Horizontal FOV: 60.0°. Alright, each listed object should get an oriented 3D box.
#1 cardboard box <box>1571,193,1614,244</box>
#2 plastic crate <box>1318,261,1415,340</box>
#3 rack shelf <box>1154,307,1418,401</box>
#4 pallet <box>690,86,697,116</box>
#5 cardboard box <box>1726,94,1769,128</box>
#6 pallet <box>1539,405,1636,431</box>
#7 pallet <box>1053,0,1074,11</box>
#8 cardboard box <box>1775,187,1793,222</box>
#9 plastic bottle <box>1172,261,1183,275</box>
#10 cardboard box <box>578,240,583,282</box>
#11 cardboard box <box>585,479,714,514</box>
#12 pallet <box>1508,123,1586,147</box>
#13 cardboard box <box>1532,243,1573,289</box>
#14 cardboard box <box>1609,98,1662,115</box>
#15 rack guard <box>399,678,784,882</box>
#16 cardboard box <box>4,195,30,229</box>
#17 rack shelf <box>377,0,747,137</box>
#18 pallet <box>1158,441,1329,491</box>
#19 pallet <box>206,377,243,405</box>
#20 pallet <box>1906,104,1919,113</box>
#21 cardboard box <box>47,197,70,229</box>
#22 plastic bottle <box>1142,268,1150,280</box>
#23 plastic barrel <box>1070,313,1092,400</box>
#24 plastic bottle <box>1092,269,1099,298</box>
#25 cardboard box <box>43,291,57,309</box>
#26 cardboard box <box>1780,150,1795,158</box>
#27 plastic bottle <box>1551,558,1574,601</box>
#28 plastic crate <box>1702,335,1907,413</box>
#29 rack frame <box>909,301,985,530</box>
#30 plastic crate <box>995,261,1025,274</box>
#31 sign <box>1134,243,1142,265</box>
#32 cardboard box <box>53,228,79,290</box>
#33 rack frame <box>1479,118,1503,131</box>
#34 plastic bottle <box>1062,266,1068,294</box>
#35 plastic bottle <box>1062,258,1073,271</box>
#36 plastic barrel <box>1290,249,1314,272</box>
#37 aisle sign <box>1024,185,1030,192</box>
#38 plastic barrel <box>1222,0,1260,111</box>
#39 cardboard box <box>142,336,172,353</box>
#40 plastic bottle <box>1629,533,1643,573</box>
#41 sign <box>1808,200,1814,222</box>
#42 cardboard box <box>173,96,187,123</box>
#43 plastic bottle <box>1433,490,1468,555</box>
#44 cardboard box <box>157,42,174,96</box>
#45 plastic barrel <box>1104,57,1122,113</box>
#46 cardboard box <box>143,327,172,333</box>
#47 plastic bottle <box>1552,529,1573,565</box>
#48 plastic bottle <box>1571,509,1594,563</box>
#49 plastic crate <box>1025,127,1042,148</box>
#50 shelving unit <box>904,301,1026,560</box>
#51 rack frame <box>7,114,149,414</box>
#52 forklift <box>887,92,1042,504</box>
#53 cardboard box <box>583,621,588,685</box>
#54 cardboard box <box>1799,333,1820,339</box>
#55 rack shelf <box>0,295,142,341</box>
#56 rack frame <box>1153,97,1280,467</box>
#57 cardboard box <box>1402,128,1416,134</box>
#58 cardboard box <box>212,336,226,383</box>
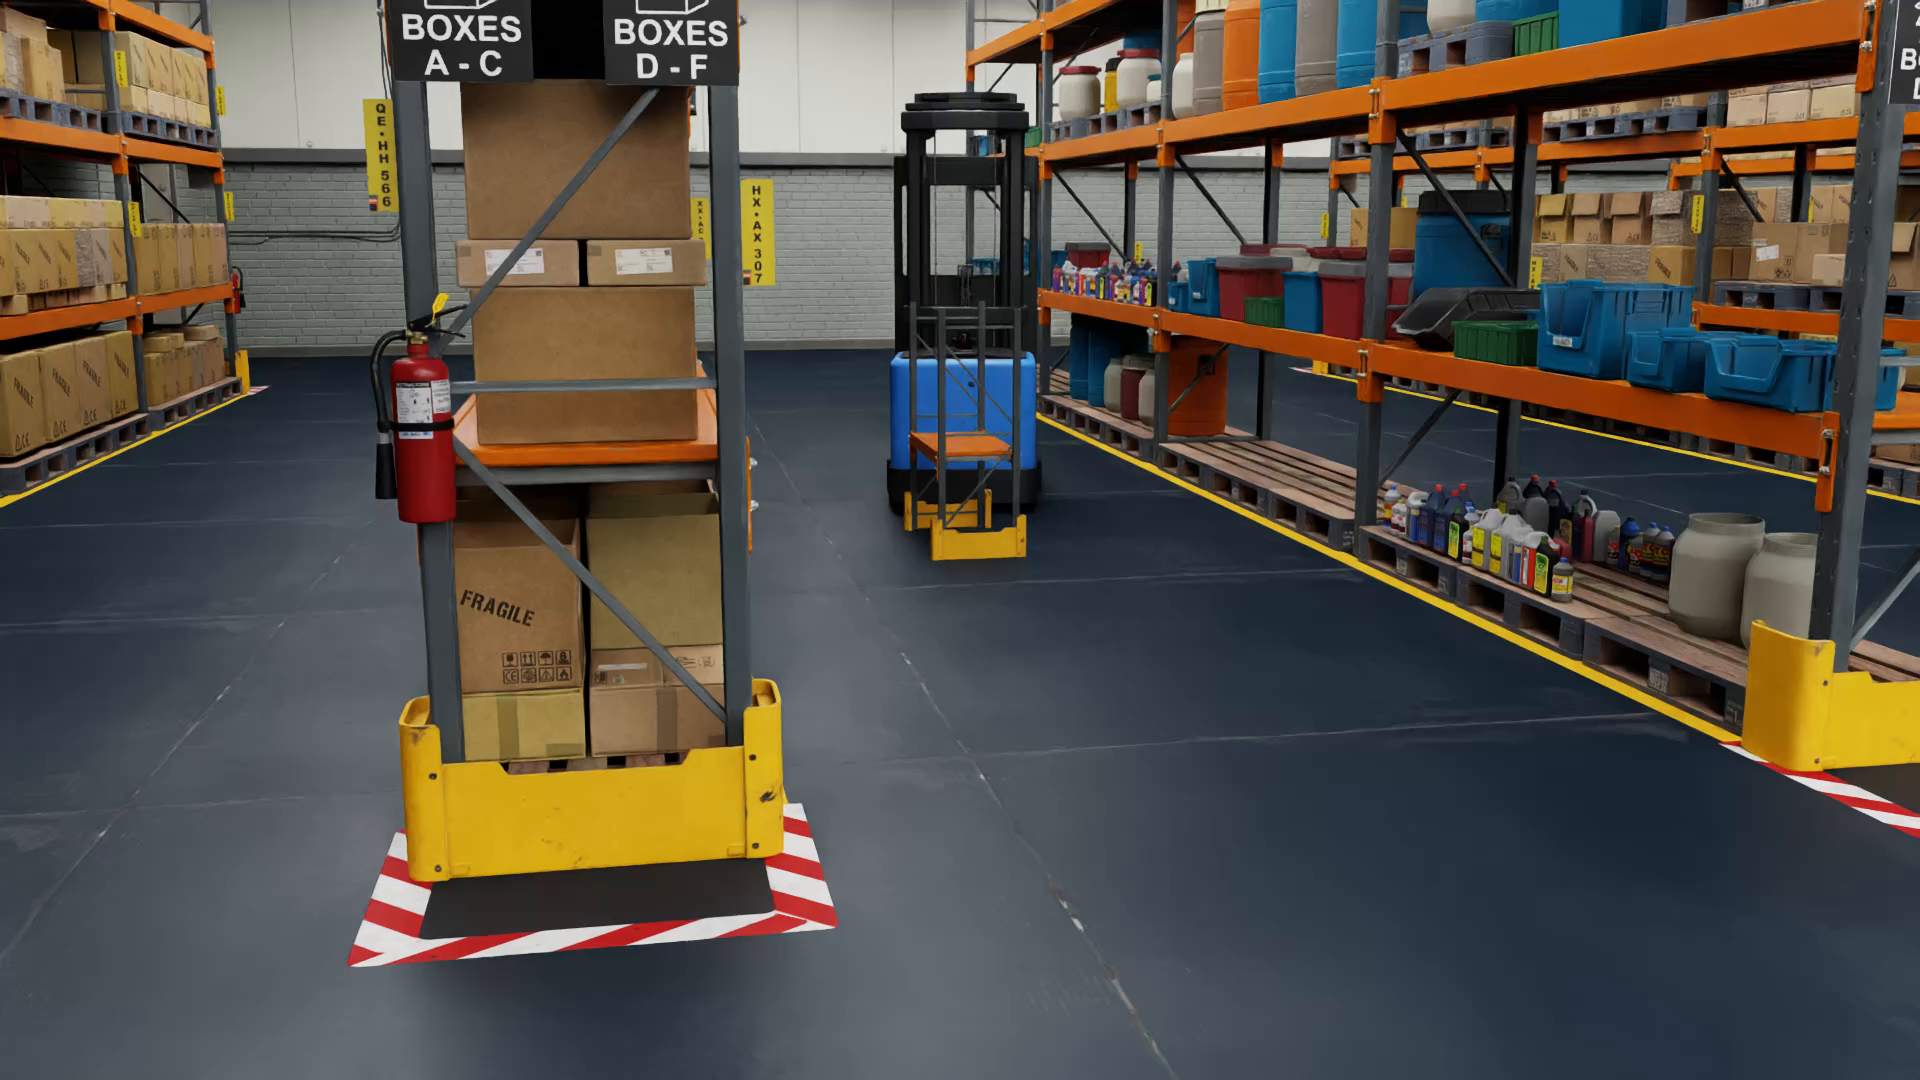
[{"bbox_3d":[6.602,-3.217,16.627,0.797,0.503,0.637,-2,11,-9],"label":"cardboard box"},{"bbox_3d":[2.514,-1.494,10.350,0.402,0.464,0.583,-2,11,-11],"label":"plastic crate"},{"bbox_3d":[2.520,-1.398,11.943,1.077,0.370,4.000,-2,11,-11],"label":"rack shelf"},{"bbox_3d":[-2.509,-3.198,11.960,1.213,0.211,1.003,-2,11,-8],"label":"pallet"},{"bbox_3d":[6.831,-3.603,13.981,0.500,0.250,0.500,-2,11,-10],"label":"cardboard box"},{"bbox_3d":[6.676,-1.299,16.957,1.003,0.211,1.213,-2,11,-11],"label":"pallet"},{"bbox_3d":[1.544,-5.359,16.360,1.003,0.211,1.213,-2,11,-11],"label":"pallet"},{"bbox_3d":[10.548,-4.146,20.717,0.500,0.500,0.500,-2,11,-10],"label":"cardboard box"},{"bbox_3d":[2.067,-2.469,15.777,0.144,0.351,0.185,-2,11,-11],"label":"plastic bottle"},{"bbox_3d":[-1.486,-0.950,5.665,0.380,0.149,0.250,-2,11,-10],"label":"cardboard box"},{"bbox_3d":[-1.268,0.015,6.819,0.500,0.500,0.500,-2,11,-11],"label":"cardboard box"},{"bbox_3d":[6.438,-4.245,17.467,0.805,0.209,1.217,-3,11,-13],"label":"pallet"},{"bbox_3d":[6.251,-2.804,17.136,0.500,0.500,0.500,-2,11,-12],"label":"cardboard box"},{"bbox_3d":[6.546,-4.292,15.809,0.500,0.500,0.500,-2,11,-8],"label":"cardboard box"},{"bbox_3d":[-1.168,0.761,5.362,1.175,0.500,0.348,-2,11,-11],"label":"rack guard"},{"bbox_3d":[-7.528,-2.523,12.805,0.500,0.250,0.500,-2,11,-12],"label":"cardboard box"},{"bbox_3d":[-1.562,-1.958,6.865,1.077,0.370,4.000,-2,11,-11],"label":"rack shelf"},{"bbox_3d":[2.243,-0.605,13.309,1.003,0.211,1.213,-2,11,-11],"label":"pallet"},{"bbox_3d":[-8.911,-1.711,19.124,1.003,0.211,1.213,-2,11,-11],"label":"pallet"},{"bbox_3d":[7.547,-3.253,12.246,1.213,0.211,1.003,-2,11,-11],"label":"pallet"},{"bbox_3d":[-7.734,-2.707,13.777,0.500,0.250,0.500,-2,11,-12],"label":"cardboard box"},{"bbox_3d":[1.823,-2.536,16.342,0.097,0.271,0.097,0,11,0],"label":"plastic bottle"},{"bbox_3d":[1.442,-1.927,17.287,0.600,0.901,0.708,-2,11,-11],"label":"plastic barrel"},{"bbox_3d":[1.309,-2.437,15.824,0.097,0.271,0.097,0,11,0],"label":"plastic bottle"},{"bbox_3d":[-7.733,-1.994,13.769,0.380,0.149,0.250,-2,11,-11],"label":"cardboard box"},{"bbox_3d":[10.551,-4.859,20.581,0.500,0.250,0.500,-2,11,-12],"label":"cardboard box"},{"bbox_3d":[2.899,0.187,8.000,0.097,0.201,0.097,0,11,0],"label":"plastic bottle"},{"bbox_3d":[3.296,-0.659,6.533,0.499,0.251,0.616,-2,11,-11],"label":"plastic crate"},{"bbox_3d":[-0.082,-0.814,10.964,0.500,1.500,0.032,-2,11,-11],"label":"rack frame"},{"bbox_3d":[0.614,-3.179,19.663,0.416,0.233,0.300,-2,11,-11],"label":"plastic crate"},{"bbox_3d":[1.893,-3.007,17.735,0.100,0.325,0.005,-2,11,-11],"label":"sign"},{"bbox_3d":[-7.728,-2.344,13.873,0.500,0.500,0.500,-2,11,-9],"label":"cardboard box"},{"bbox_3d":[6.211,-5.979,18.042,1.000,3.000,0.127,-2,11,-11],"label":"rack frame"},{"bbox_3d":[1.091,-2.643,16.904,0.097,0.271,0.097,0,11,0],"label":"plastic bottle"},{"bbox_3d":[1.111,-2.744,17.222,0.144,0.351,0.185,-2,11,-11],"label":"plastic bottle"},{"bbox_3d":[2.622,-1.915,12.436,0.421,0.512,0.421,0,11,0],"label":"plastic barrel"},{"bbox_3d":[0.848,-4.886,21.394,0.394,0.787,0.004,-2,11,-11],"label":"aisle sign"},{"bbox_3d":[2.205,-3.524,12.019,0.600,0.830,0.708,-2,11,-11],"label":"plastic barrel"},{"bbox_3d":[-8.298,-1.999,17.003,0.380,0.149,0.250,-2,11,-9],"label":"cardboard box"},{"bbox_3d":[3.534,0.064,8.643,0.097,0.201,0.097,0,11,0],"label":"plastic bottle"},{"bbox_3d":[7.520,-2.850,14.761,0.100,0.325,0.005,-2,11,-11],"label":"sign"},{"bbox_3d":[-8.532,-4.565,17.647,0.500,0.250,0.500,-2,11,-13],"label":"cardboard box"},{"bbox_3d":[2.695,-0.102,9.116,0.144,0.351,0.185,-3,11,-13],"label":"plastic bottle"},{"bbox_3d":[-8.436,-4.841,17.089,0.500,0.500,0.500,-2,11,-11],"label":"cardboard box"},{"bbox_3d":[1.729,-4.464,16.479,0.600,0.588,0.600,0,11,0],"label":"plastic barrel"},{"bbox_3d":[-8.982,-2.274,18.450,0.380,0.149,0.250,-2,11,-11],"label":"cardboard box"},{"bbox_3d":[2.982,0.095,8.262,0.061,0.283,0.133,-2,11,-11],"label":"plastic bottle"},{"bbox_3d":[3.340,-0.030,8.921,0.061,0.283,0.133,-2,11,-11],"label":"plastic bottle"},{"bbox_3d":[0.974,-4.288,17.747,0.450,0.188,0.662,-2,11,-11],"label":"plastic crate"},{"bbox_3d":[0.015,-0.723,10.483,0.587,1.500,1.083,-2,11,-11],"label":"shelving unit"},{"bbox_3d":[-8.365,-2.491,15.764,1.000,3.000,0.127,-2,11,-11],"label":"rack frame"},{"bbox_3d":[0.050,-1.911,12.899,1.130,2.935,3.031,0,11,1],"label":"forklift"},{"bbox_3d":[-1.676,0.494,6.309,0.500,0.250,0.500,-2,11,-11],"label":"cardboard box"},{"bbox_3d":[10.653,-2.489,20.661,0.380,0.149,0.250,-2,11,-9],"label":"cardboard box"},{"bbox_3d":[-7.976,-1.771,13.904,1.077,0.370,4.000,-2,11,-11],"label":"rack shelf"},{"bbox_3d":[2.131,-2.118,13.803,1.000,3.000,0.127,-2,11,-11],"label":"rack frame"},{"bbox_3d":[5.726,-5.250,20.574,0.700,0.500,0.500,-3,11,-15],"label":"cardboard box"},{"bbox_3d":[-8.909,-2.079,19.158,0.700,0.500,0.500,-2,11,-11],"label":"cardboard box"}]
